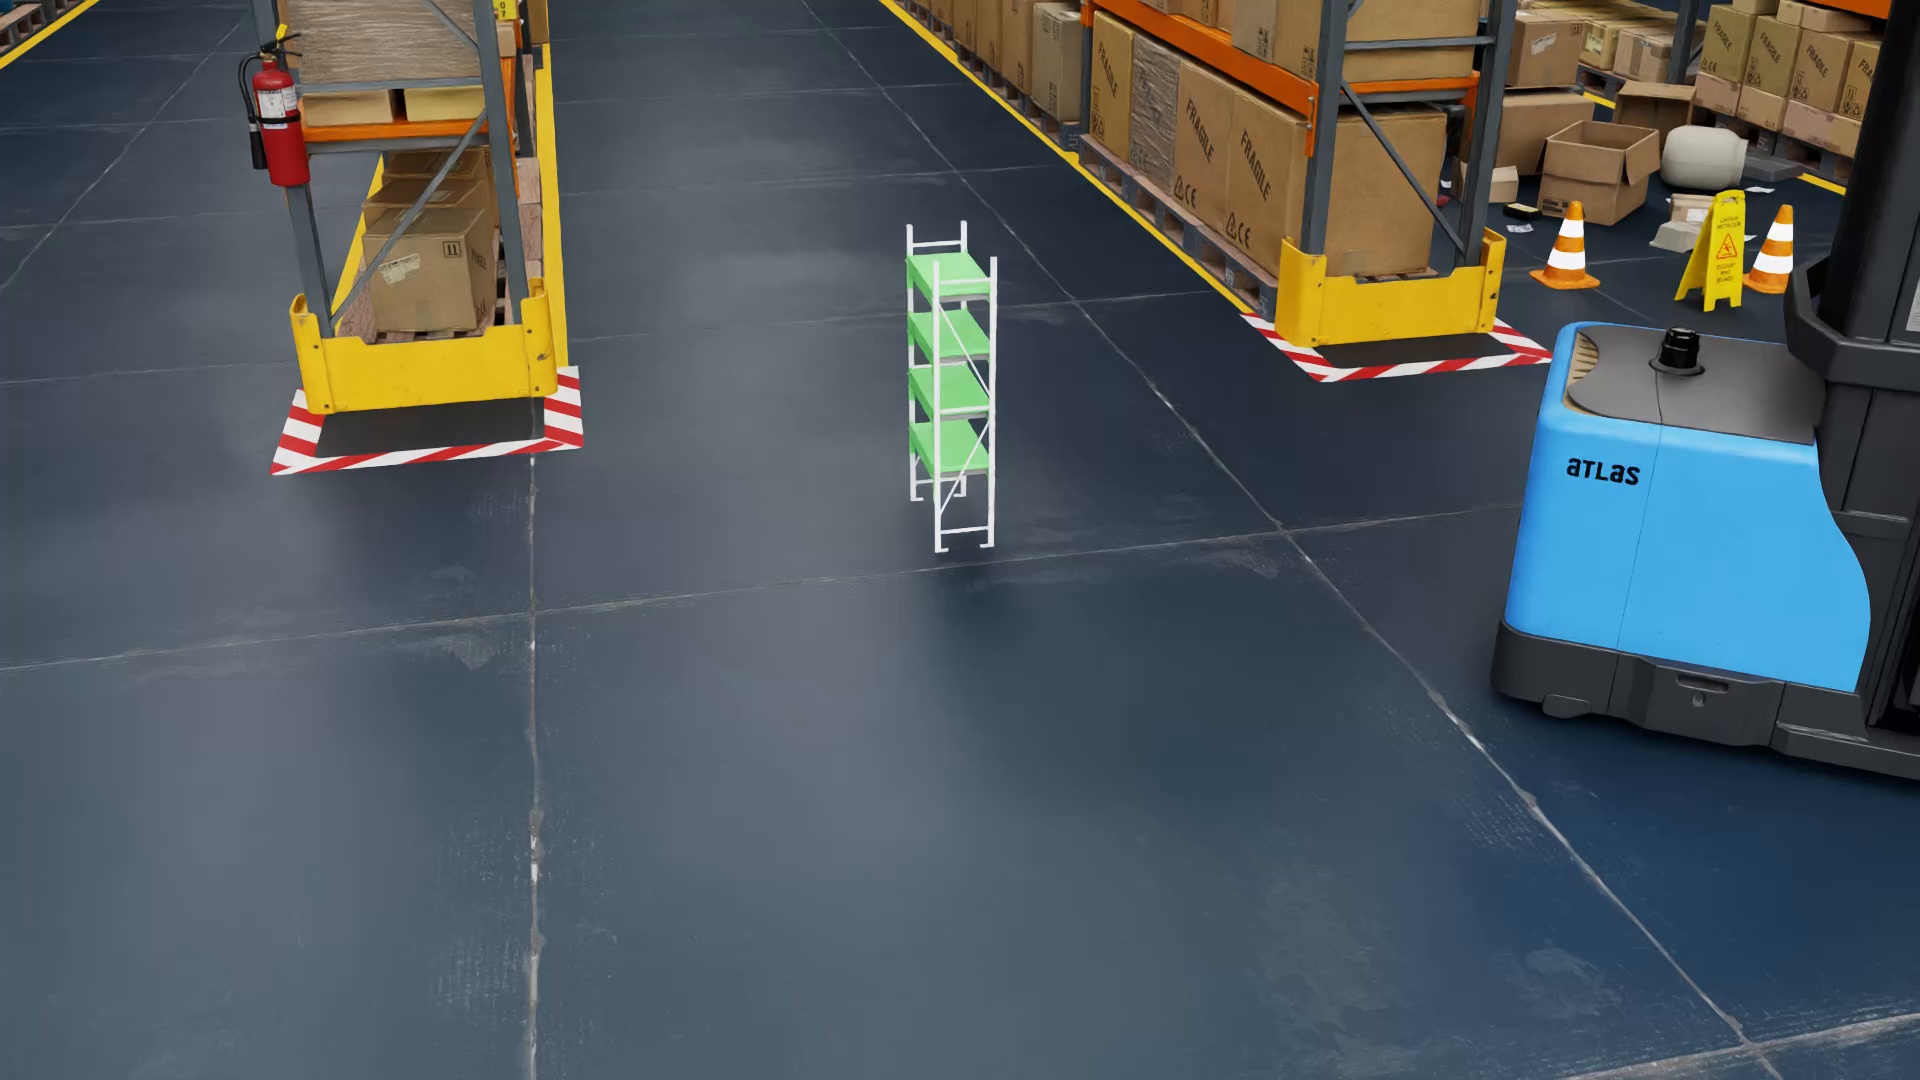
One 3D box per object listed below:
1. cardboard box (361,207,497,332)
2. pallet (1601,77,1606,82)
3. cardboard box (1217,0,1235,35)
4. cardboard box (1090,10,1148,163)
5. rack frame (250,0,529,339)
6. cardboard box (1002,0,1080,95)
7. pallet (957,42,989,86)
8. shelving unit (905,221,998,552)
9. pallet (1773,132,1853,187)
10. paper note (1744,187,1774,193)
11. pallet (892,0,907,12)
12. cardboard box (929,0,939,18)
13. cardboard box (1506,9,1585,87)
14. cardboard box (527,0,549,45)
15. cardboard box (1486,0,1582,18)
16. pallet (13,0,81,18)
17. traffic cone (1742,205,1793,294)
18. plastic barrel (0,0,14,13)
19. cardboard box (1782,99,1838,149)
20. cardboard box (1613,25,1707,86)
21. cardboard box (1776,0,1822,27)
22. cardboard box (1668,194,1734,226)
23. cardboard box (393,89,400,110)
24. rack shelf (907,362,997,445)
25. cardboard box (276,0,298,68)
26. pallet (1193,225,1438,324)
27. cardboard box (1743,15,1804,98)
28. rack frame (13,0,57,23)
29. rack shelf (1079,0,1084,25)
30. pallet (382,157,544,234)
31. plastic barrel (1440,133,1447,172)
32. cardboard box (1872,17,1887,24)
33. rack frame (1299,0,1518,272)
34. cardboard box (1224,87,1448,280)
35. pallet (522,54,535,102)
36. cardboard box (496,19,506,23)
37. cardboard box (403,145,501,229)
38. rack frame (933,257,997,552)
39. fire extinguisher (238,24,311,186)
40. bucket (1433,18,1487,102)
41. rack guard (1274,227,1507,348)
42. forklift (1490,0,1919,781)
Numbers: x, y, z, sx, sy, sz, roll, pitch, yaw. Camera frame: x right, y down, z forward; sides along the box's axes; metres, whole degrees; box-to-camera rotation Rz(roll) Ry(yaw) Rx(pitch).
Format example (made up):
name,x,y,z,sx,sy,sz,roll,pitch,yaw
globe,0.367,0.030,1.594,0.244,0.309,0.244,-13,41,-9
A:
name,x,y,z,sx,sy,sz,roll,pitch,yaw
cardboard box,-2.688,-1.380,8.464,0.500,0.500,0.500,-1,27,-2
pallet,5.734,-4.429,15.290,1.003,0.211,1.213,-6,27,-12
cardboard box,2.014,-3.215,9.625,0.875,0.550,0.550,-6,27,-12
cardboard box,1.463,-3.204,11.661,0.875,0.875,0.875,-6,27,-11
rack frame,-2.564,-2.033,7.449,1.000,3.000,0.127,-6,27,-12
cardboard box,0.948,-4.119,13.612,1.050,0.750,0.750,-6,27,-12
pallet,0.592,-4.406,15.244,1.003,0.211,1.213,-6,27,-12
shelving unit,-0.037,-0.608,6.624,0.258,1.200,0.503,-6,27,-12
pallet,6.654,-2.722,11.910,1.003,0.211,1.213,-6,27,-12
paper note,5.555,-2.437,11.545,0.142,0.019,0.148,-16,31,-29
pallet,-0.236,-6.174,18.747,1.003,0.211,1.213,-6,27,-12
cardboard box,-0.028,-5.566,16.758,0.500,0.500,0.500,-5,27,-10
cardboard box,4.462,-3.823,12.930,0.500,0.500,0.500,-6,27,-12
cardboard box,-4.502,-5.089,15.395,1.225,0.875,0.875,-7,28,-14
cardboard box,5.580,-4.993,15.764,0.950,0.372,0.625,-6,27,-13
pallet,-10.297,-5.872,18.149,1.003,0.211,1.213,-6,27,-12
traffic cone,4.732,-1.703,9.610,0.336,0.463,0.334,-6,27,-12
plastic barrel,-9.988,-5.808,16.791,0.600,0.901,0.708,-6,27,-12
cardboard box,6.313,-3.003,11.956,0.500,0.250,0.500,-6,27,-12
cardboard box,6.069,-4.040,13.875,0.950,0.372,0.625,-6,27,-11
cardboard box,6.147,-3.807,11.996,0.380,0.149,0.250,-5,27,-10
cardboard box,4.828,-2.136,10.818,0.380,0.149,0.250,8,28,15
cardboard box,-2.885,-2.135,7.929,0.380,0.149,0.250,-6,27,-12
rack shelf,-0.037,-0.551,6.652,0.258,0.148,0.480,-6,27,-12
cardboard box,-2.891,-2.662,8.254,0.875,0.500,0.500,-6,27,-12
pallet,2.035,-1.590,9.667,1.003,0.211,1.213,-6,27,-12
cardboard box,6.192,-3.570,12.247,0.500,0.500,0.500,-5,27,-10
rack frame,-10.094,-6.798,16.889,1.000,3.000,0.127,-6,27,-12
rack shelf,0.939,-4.805,13.739,1.077,0.370,4.000,-6,27,-12
pallet,-3.280,-2.253,10.979,1.003,0.211,1.213,-6,27,-12
plastic barrel,3.140,-2.756,11.740,0.512,0.421,0.421,13,30,24
cardboard box,6.701,-3.634,12.375,0.500,0.500,0.500,-5,27,-11
rack frame,2.291,-2.492,8.359,1.000,3.000,0.127,-6,27,-12
cardboard box,2.074,-2.022,9.319,0.875,0.875,0.875,-6,27,-11
pallet,-4.192,-3.957,14.355,1.003,0.211,1.213,-6,27,-12
cardboard box,-2.807,-2.952,9.549,0.380,0.149,0.250,-6,27,-12
cardboard box,-3.061,-2.166,10.020,0.500,0.500,0.500,-8,28,-16
rack frame,0.018,-0.501,6.411,0.240,1.200,0.015,-6,27,-12
fire extinguisher,-2.987,-1.901,7.274,0.296,0.674,0.183,-6,27,-12
bucket,3.667,-3.640,12.578,0.726,0.611,0.620,3,17,6
rack guard,2.297,-1.366,8.901,1.175,0.500,0.348,-6,27,-12
forklift,3.367,-0.696,4.876,3.031,2.935,1.130,10,29,20
